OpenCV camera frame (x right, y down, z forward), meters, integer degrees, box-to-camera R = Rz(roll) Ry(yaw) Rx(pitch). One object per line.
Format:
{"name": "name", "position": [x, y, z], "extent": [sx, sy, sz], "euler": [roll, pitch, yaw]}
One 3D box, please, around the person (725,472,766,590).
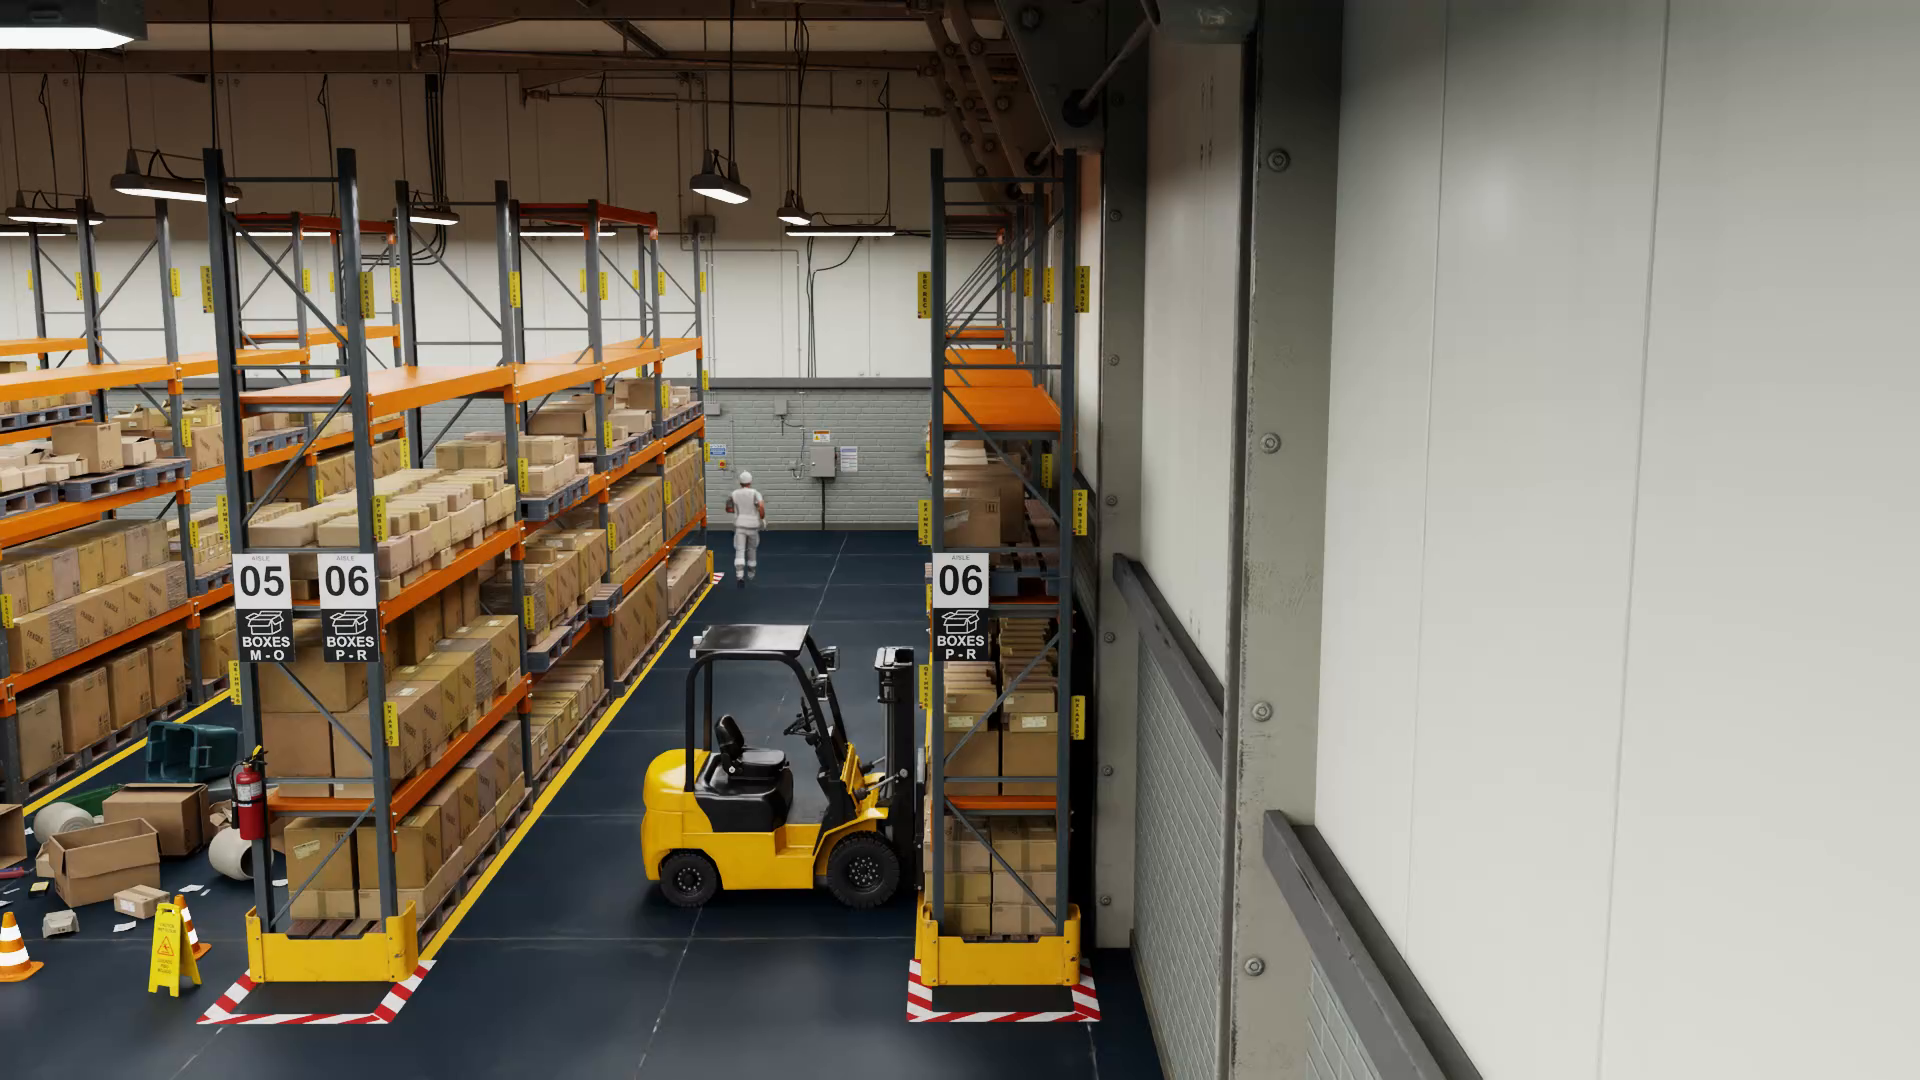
{"name": "person", "position": [-3.356, -0.164, 26.073], "extent": [0.661, 1.827, 0.937], "euler": [0, 9, 1]}
